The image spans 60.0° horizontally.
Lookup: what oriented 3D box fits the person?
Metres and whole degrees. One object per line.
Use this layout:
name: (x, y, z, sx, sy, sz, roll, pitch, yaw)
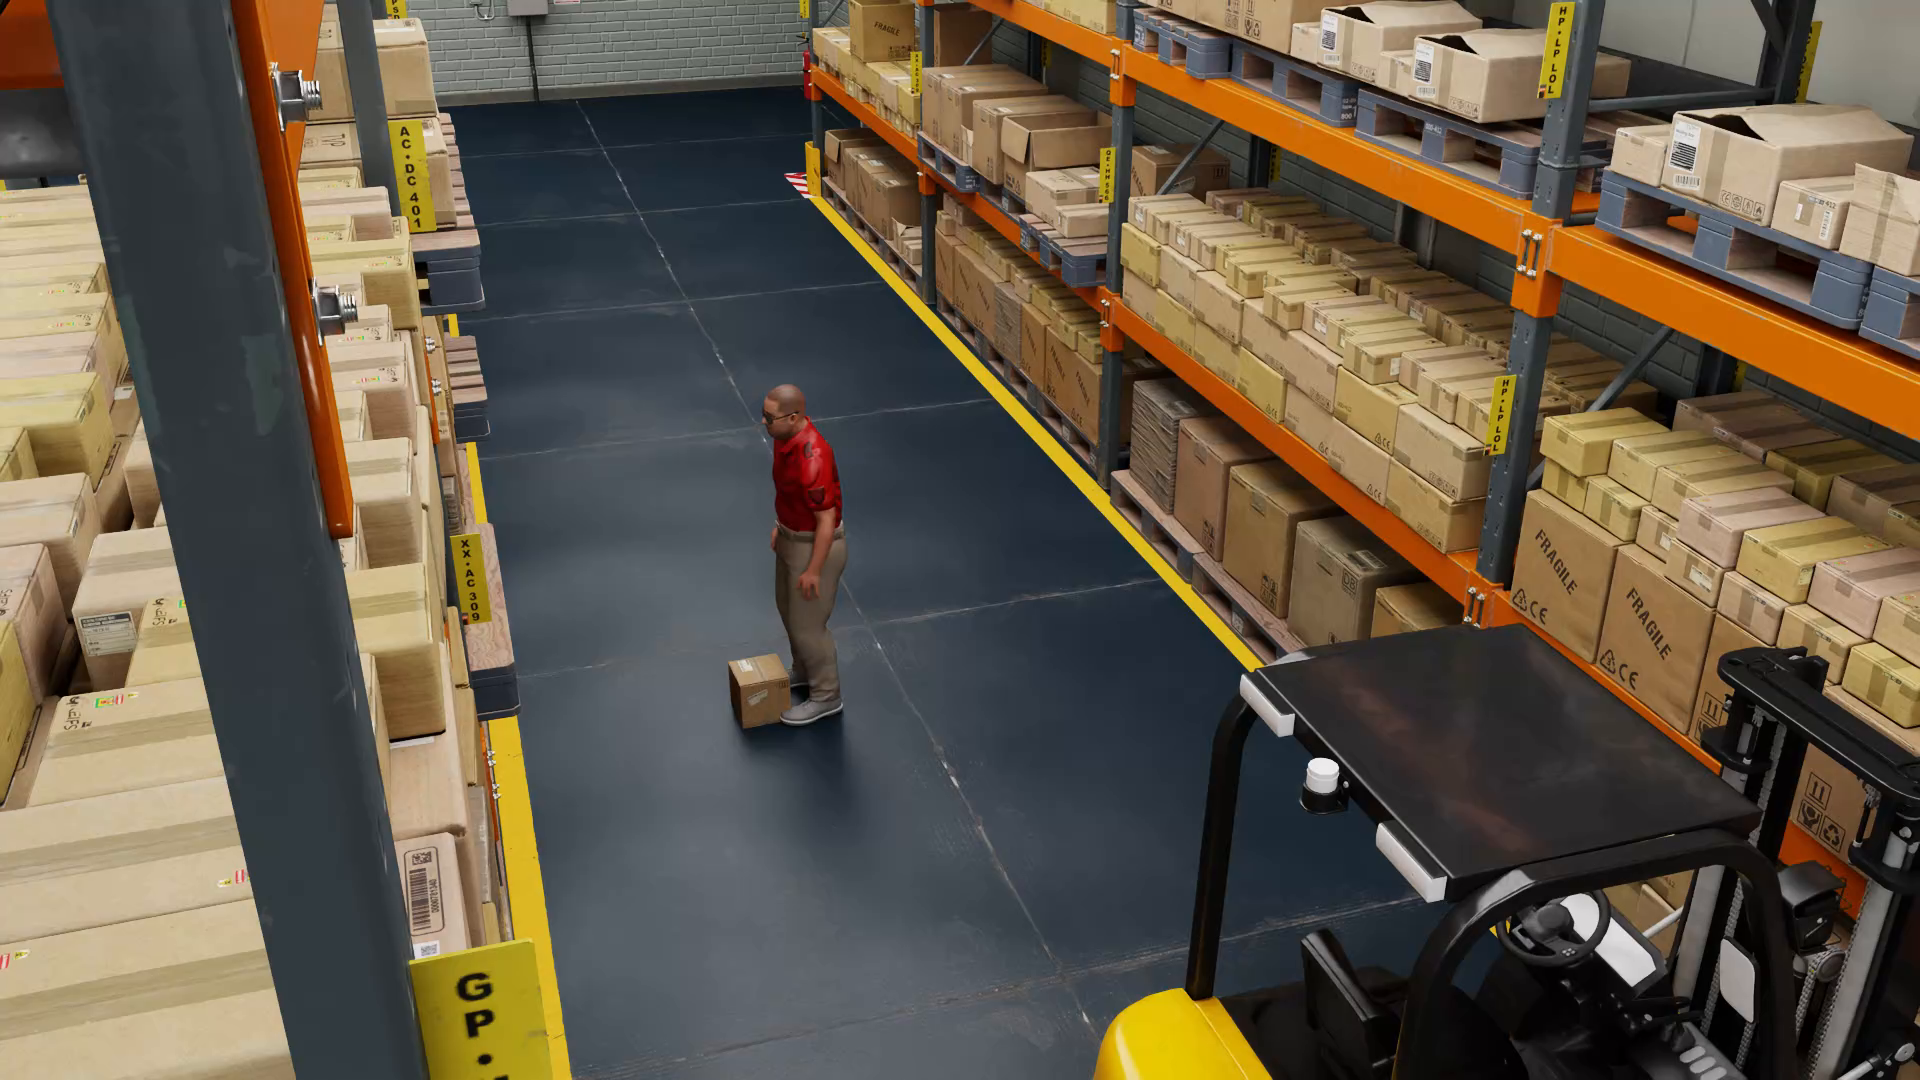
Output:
person: (-0.756, 0.049, 8.028, 0.384, 1.728, 0.603, -9, 28, -18)
